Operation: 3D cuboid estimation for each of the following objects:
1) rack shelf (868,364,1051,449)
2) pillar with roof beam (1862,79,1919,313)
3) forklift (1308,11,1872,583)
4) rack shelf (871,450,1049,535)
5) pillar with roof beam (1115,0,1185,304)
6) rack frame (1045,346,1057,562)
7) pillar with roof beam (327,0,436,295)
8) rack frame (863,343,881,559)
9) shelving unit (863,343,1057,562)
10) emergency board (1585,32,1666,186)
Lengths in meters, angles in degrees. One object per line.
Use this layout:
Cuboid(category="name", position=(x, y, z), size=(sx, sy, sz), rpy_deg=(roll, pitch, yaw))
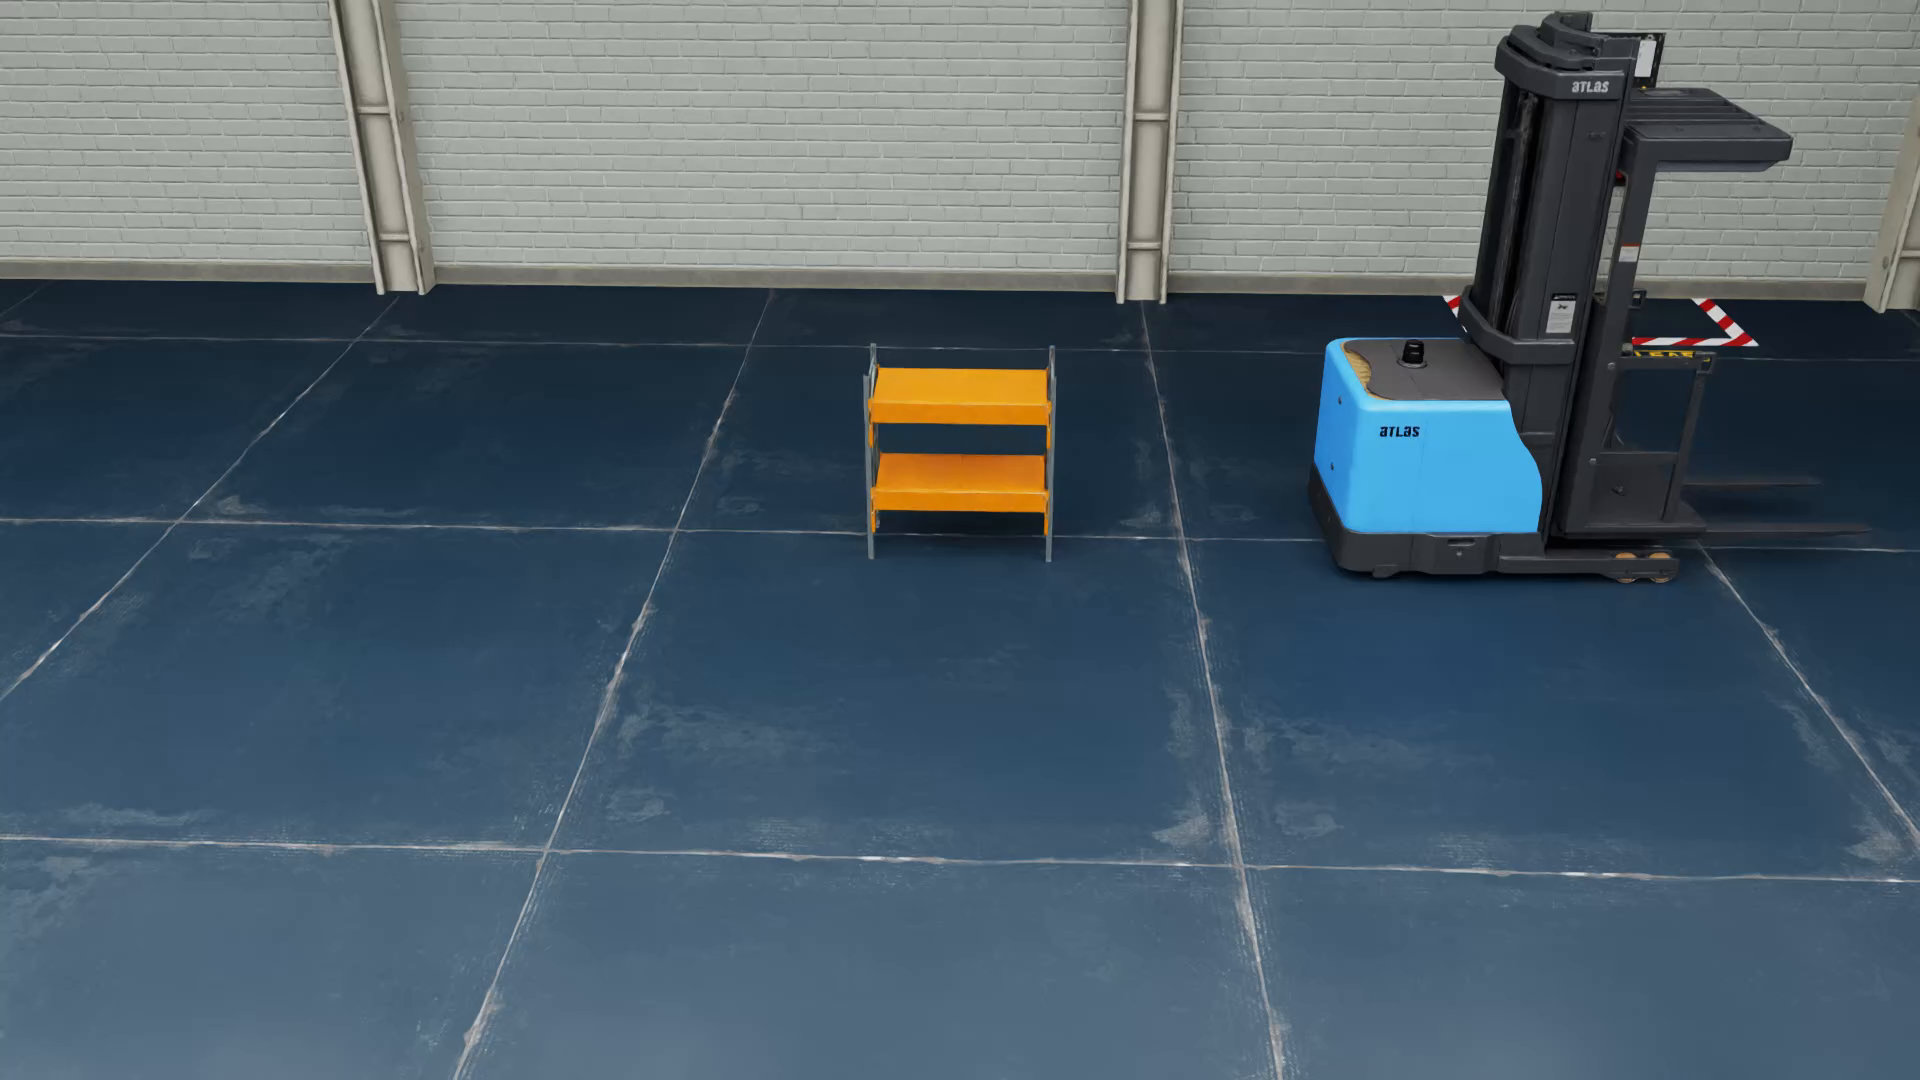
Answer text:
Cuboid(category="rack shelf", position=(0.007, -0.755, 9.349), size=(1.000, 0.278, 0.538), rpy_deg=(1, 28, 2))
Cuboid(category="pillar with roof beam", position=(7.305, -3.829, 7.365), size=(0.400, 9.000, 9.100), rpy_deg=(1, 28, 2))
Cuboid(category="forklift", position=(3.630, -1.306, 9.083), size=(3.031, 2.935, 1.130), rpy_deg=(0, 28, 0))
Cuboid(category="rack shelf", position=(0.007, -0.281, 9.601), size=(1.000, 0.278, 0.538), rpy_deg=(1, 28, 2))
Cuboid(category="pillar with roof beam", position=(1.309, -3.928, 7.552), size=(0.400, 9.000, 9.100), rpy_deg=(1, 28, 2))
Cuboid(category="rack frame", position=(0.515, -0.488, 9.470), size=(0.032, 1.125, 0.500), rpy_deg=(1, 28, 2))
Cuboid(category="pillar with roof beam", position=(-4.687, -4.027, 7.739), size=(0.400, 9.000, 9.100), rpy_deg=(1, 28, 2))
Cuboid(category="rack frame", position=(-0.501, -0.505, 9.502), size=(0.032, 1.125, 0.500), rpy_deg=(1, 28, 2))
Cuboid(category="shelving unit", position=(0.007, -0.497, 9.486), size=(1.048, 1.125, 0.538), rpy_deg=(1, 28, 2))
Cuboid(category="emergency board", position=(4.989, -3.252, 12.682), size=(0.643, 1.169, 0.194), rpy_deg=(1, 28, 2))
